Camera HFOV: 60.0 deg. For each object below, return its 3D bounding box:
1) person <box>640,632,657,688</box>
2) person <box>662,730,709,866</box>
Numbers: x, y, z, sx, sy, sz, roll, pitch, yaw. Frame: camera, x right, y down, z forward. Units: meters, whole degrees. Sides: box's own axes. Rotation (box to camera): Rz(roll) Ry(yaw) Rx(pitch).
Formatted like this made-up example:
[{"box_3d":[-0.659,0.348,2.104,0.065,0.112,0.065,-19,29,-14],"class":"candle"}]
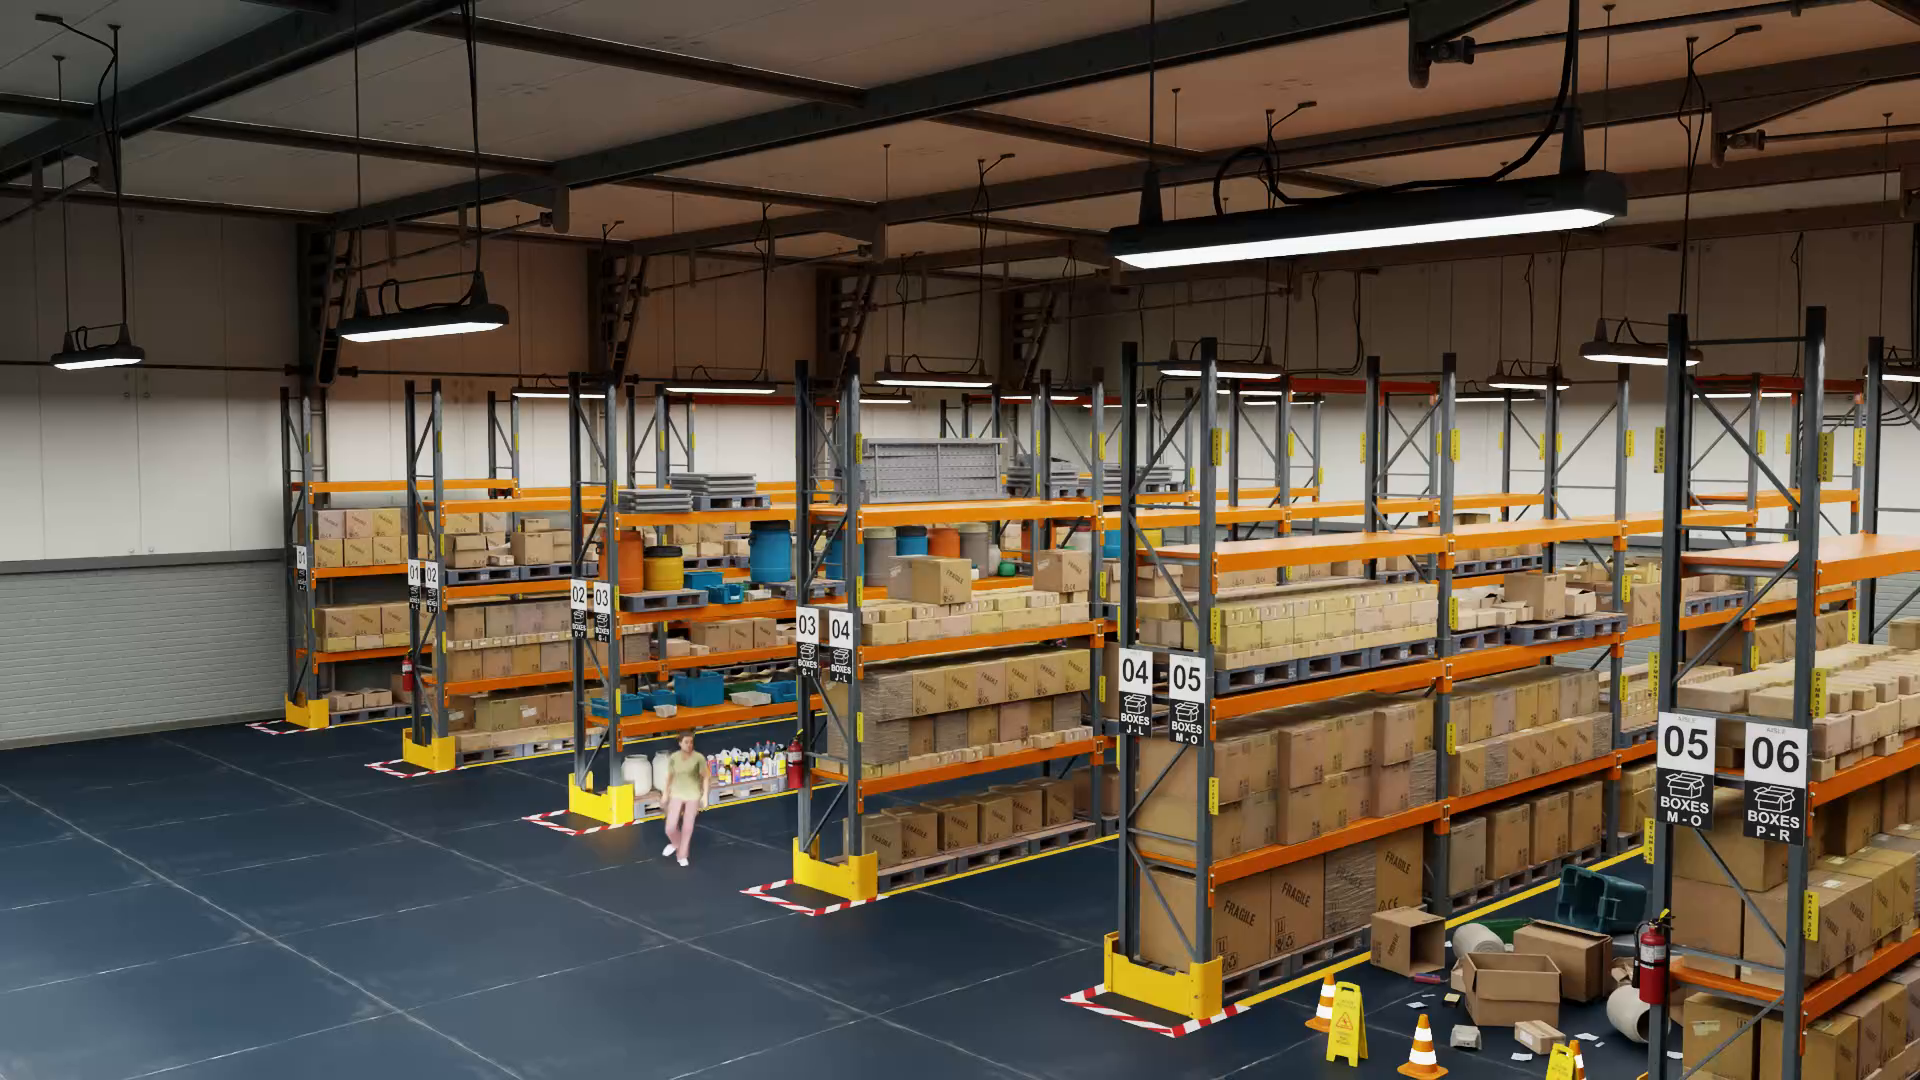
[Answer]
[{"box_3d":[-5.672,2.414,30.644,0.619,1.607,0.581,2,4,33],"class":"person"},{"box_3d":[-3.282,3.076,19.870,0.586,1.645,0.491,0,4,-4],"class":"person"}]
